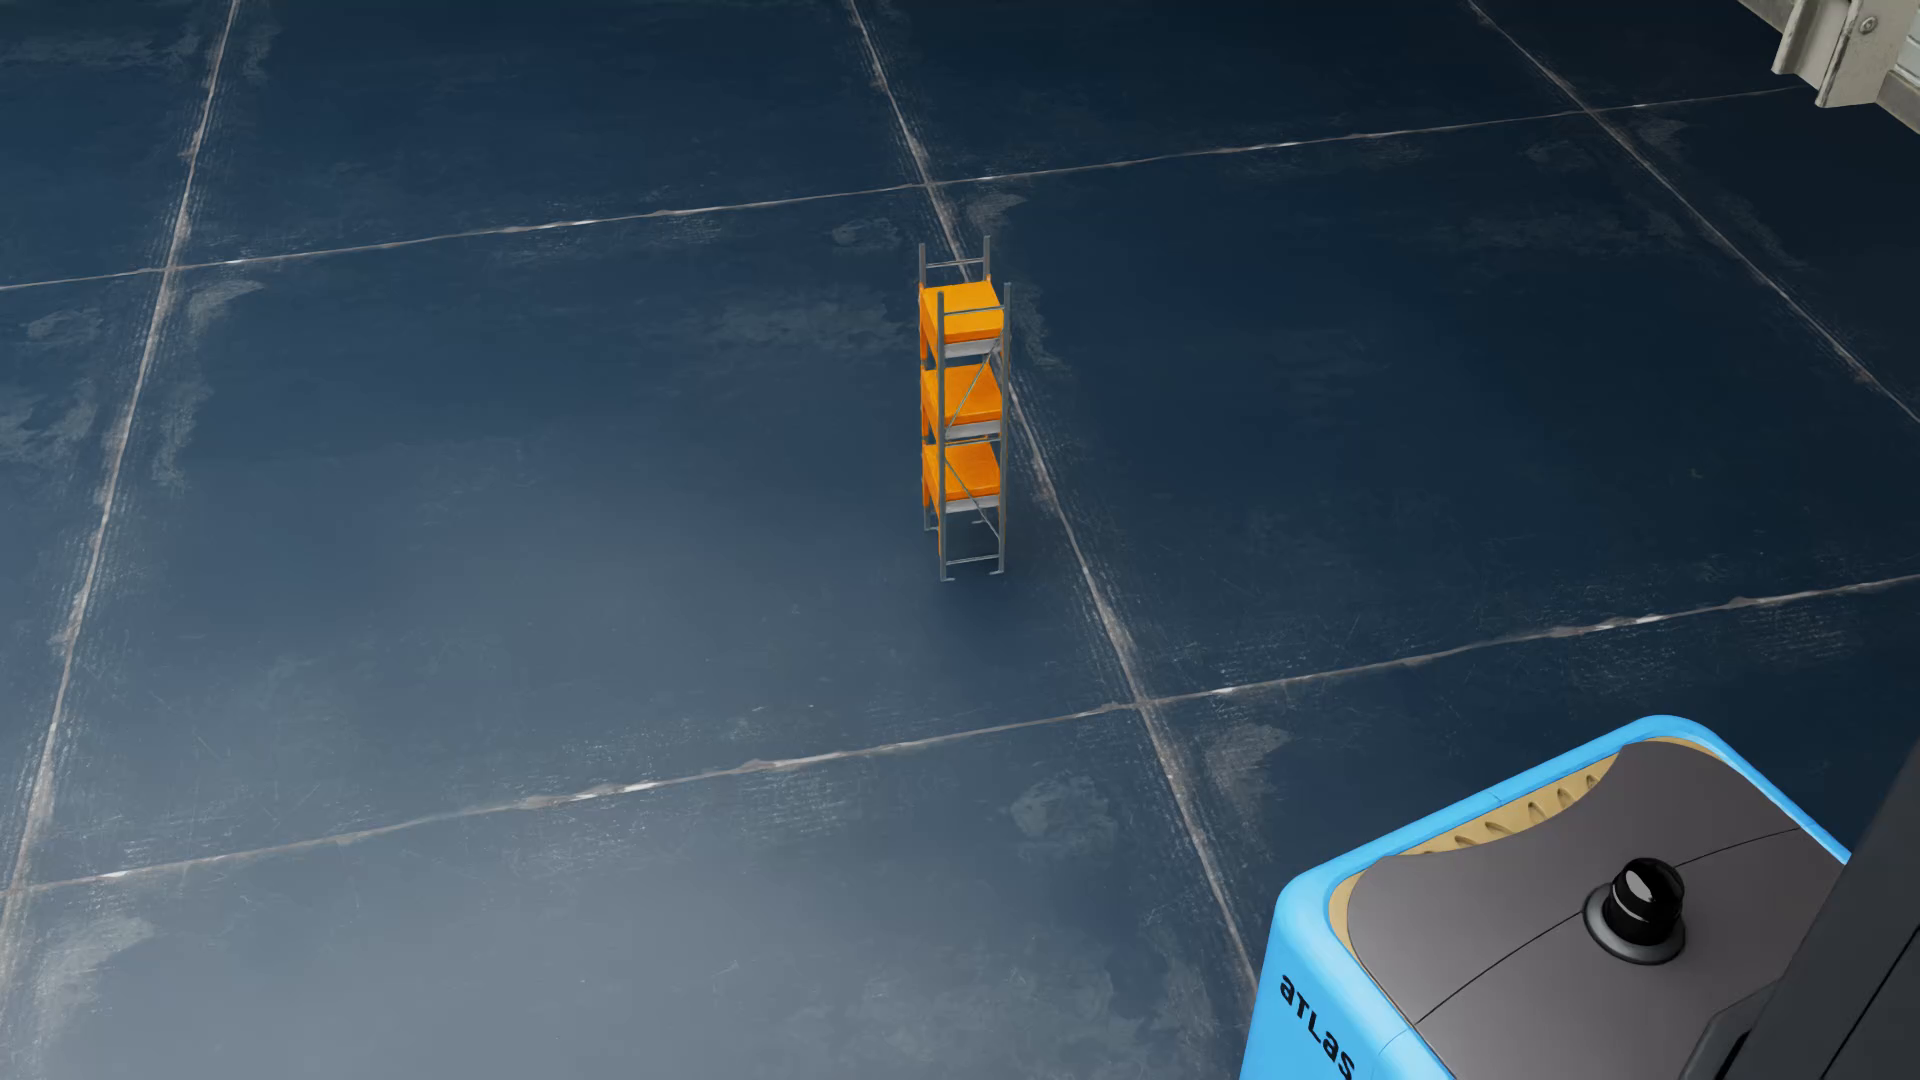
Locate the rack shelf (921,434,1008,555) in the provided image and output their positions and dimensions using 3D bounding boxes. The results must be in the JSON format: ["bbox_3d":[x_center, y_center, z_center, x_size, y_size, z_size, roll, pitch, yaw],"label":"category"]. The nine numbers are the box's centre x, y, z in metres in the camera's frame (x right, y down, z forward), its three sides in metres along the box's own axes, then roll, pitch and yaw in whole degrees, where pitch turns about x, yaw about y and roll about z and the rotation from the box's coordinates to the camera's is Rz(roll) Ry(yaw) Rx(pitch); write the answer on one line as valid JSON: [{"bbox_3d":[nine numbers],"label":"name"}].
[{"bbox_3d":[0.012,-0.142,5.054,0.215,0.259,0.240,-8,42,-9],"label":"rack shelf"}]

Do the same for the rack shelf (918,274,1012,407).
[{"bbox_3d":[0.012,-0.562,4.681,0.215,0.259,0.240,-8,42,-9],"label":"rack shelf"}]

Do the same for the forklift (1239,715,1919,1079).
[{"bbox_3d":[1.667,1.045,1.865,1.130,2.935,3.031,-19,45,-20],"label":"forklift"}]

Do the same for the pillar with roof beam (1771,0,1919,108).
[{"bbox_3d":[-0.254,-4.826,3.908,9.100,9.000,0.400,-8,42,-9],"label":"pillar with roof beam"}]

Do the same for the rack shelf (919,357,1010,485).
[{"bbox_3d":[0.012,-0.350,4.869,0.215,0.259,0.240,-8,42,-9],"label":"rack shelf"}]

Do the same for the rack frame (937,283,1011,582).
[{"bbox_3d":[0.038,-0.279,4.773,0.200,1.050,0.008,-8,42,-9],"label":"rack frame"}]

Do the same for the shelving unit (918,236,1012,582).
[{"bbox_3d":[0.012,-0.358,4.862,0.215,1.050,0.252,-8,42,-9],"label":"shelving unit"}]

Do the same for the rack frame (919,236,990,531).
[{"bbox_3d":[-0.015,-0.437,4.951,0.200,1.050,0.008,-8,42,-9],"label":"rack frame"}]
